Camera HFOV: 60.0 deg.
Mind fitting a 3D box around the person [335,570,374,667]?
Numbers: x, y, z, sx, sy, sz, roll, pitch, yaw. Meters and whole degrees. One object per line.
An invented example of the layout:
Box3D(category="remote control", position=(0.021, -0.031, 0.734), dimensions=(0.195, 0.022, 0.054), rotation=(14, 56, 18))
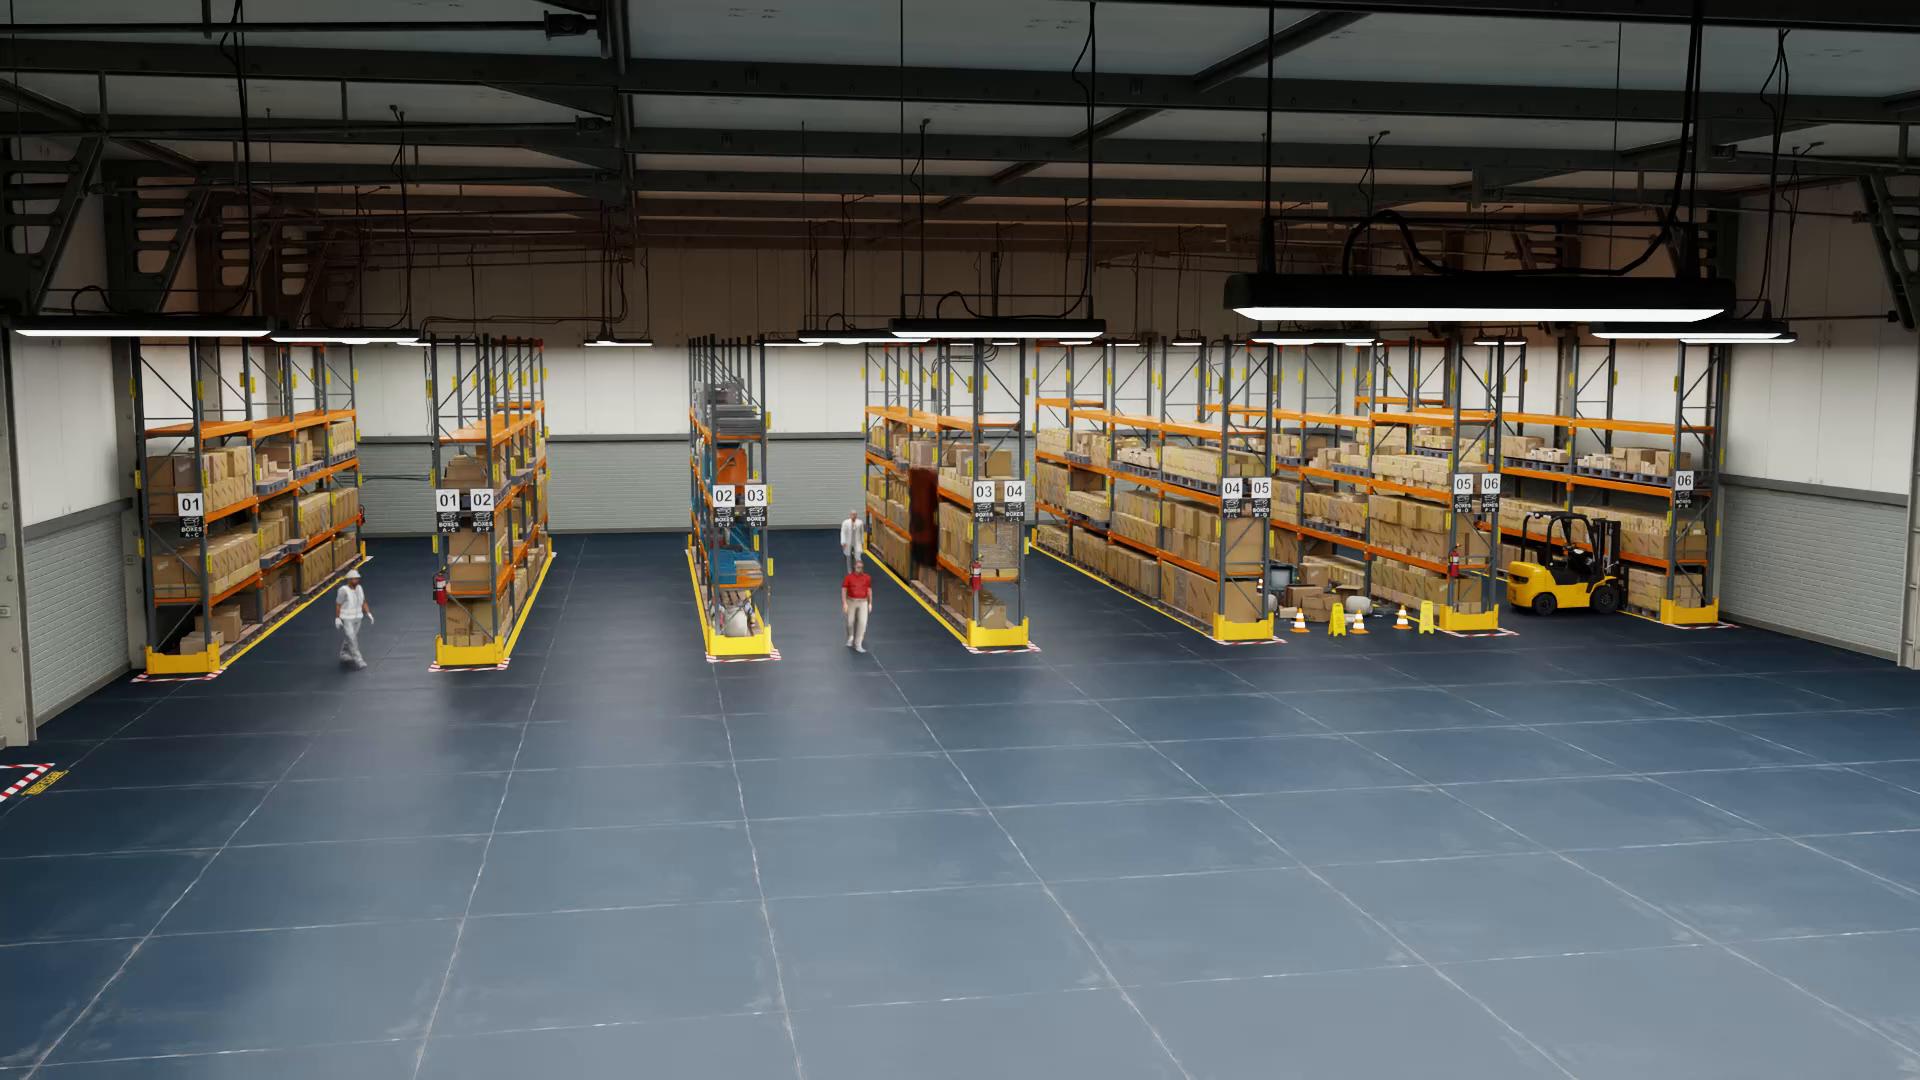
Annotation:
Box3D(category="person", position=(-10.977, 1.395, 30.090), dimensions=(1.110, 1.714, 0.642), rotation=(5, 8, 37))

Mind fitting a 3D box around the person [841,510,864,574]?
Box3D(category="person", position=(-2.672, 0.101, 41.413), dimensions=(0.600, 1.713, 1.142), rotation=(-1, 7, -7))

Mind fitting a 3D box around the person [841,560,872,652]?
Box3D(category="person", position=(-1.964, 1.266, 31.808), dimensions=(0.616, 1.757, 0.683), rotation=(-2, 7, -16))
